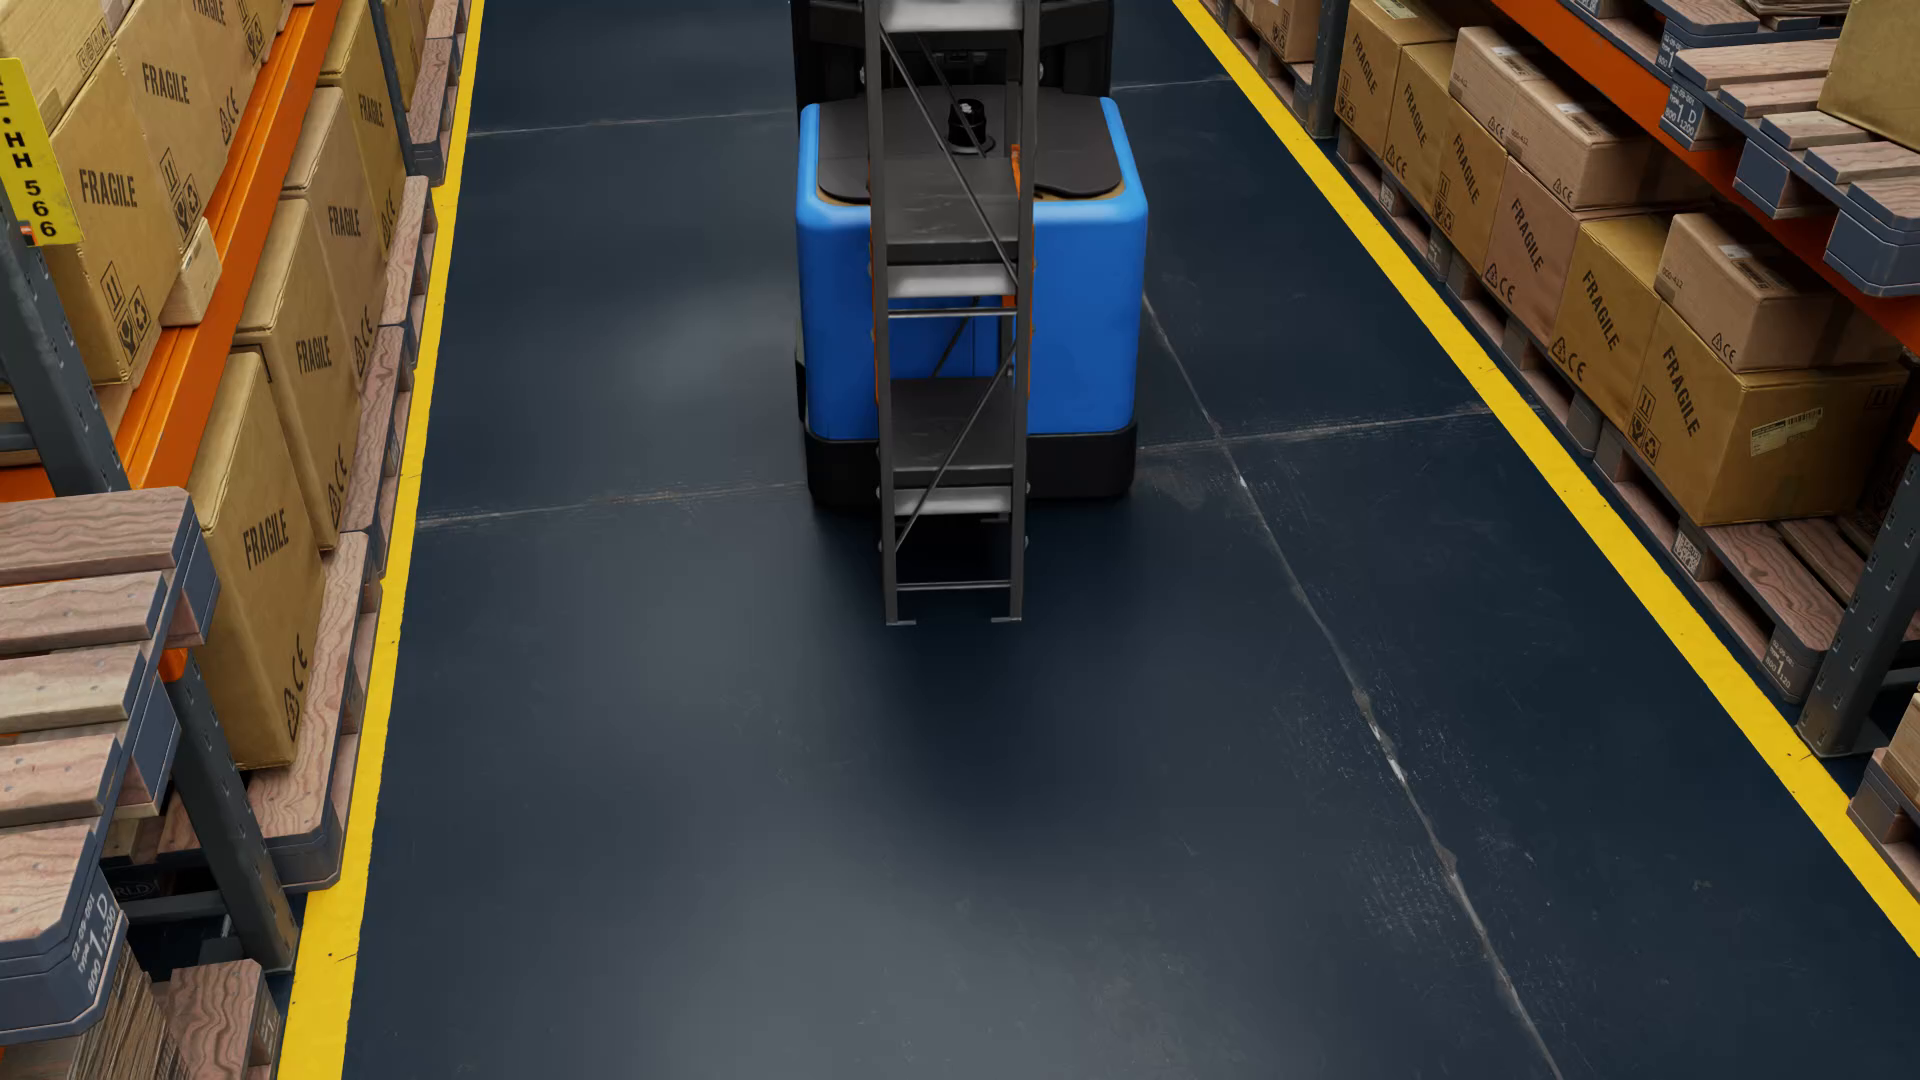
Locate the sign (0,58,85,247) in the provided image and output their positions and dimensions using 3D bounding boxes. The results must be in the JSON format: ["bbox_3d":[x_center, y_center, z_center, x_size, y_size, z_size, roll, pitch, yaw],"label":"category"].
[{"bbox_3d":[-1.548,-0.634,2.742,0.100,0.325,0.005,-6,38,-8],"label":"sign"}]

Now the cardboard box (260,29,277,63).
[{"bbox_3d":[-2.264,-1.523,4.954,0.380,0.149,0.250,-7,38,-9],"label":"cardboard box"}]

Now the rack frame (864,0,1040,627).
[{"bbox_3d":[-0.018,-0.582,4.288,0.400,2.100,0.015,-2,38,-2],"label":"rack frame"}]

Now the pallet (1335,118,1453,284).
[{"bbox_3d":[2.275,-1.507,7.017,1.003,0.211,1.213,-6,38,-8],"label":"pallet"}]

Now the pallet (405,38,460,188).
[{"bbox_3d":[-2.838,-1.926,7.558,1.003,0.211,1.213,-6,38,-8],"label":"pallet"}]

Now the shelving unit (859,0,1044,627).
[{"bbox_3d":[-0.031,-0.732,4.481,0.431,2.100,0.503,-2,38,-2],"label":"shelving unit"}]

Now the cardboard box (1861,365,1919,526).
[{"bbox_3d":[2.998,-0.171,4.704,0.500,0.500,0.500,-5,38,-6],"label":"cardboard box"}]

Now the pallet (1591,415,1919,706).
[{"bbox_3d":[2.703,-0.033,5.120,1.003,0.211,1.213,-6,38,-8],"label":"pallet"}]

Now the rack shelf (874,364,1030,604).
[{"bbox_3d":[-0.031,-0.168,4.918,0.431,0.518,0.480,-2,38,-2],"label":"rack shelf"}]

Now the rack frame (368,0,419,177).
[{"bbox_3d":[-2.781,-2.560,6.100,1.000,3.000,0.127,-6,38,-8],"label":"rack frame"}]

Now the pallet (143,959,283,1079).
[{"bbox_3d":[-1.945,1.429,3.238,1.003,0.211,1.213,-6,38,-8],"label":"pallet"}]

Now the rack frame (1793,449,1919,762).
[{"bbox_3d":[2.796,-0.679,3.679,1.000,3.000,0.127,-6,38,-8],"label":"rack frame"}]

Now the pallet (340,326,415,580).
[{"bbox_3d":[-2.355,-0.262,5.416,1.003,0.211,1.213,-6,38,-8],"label":"pallet"}]

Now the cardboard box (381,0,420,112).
[{"bbox_3d":[-2.812,-2.201,7.334,0.700,0.500,0.500,-6,38,-7],"label":"cardboard box"}]

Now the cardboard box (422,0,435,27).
[{"bbox_3d":[-2.984,-2.815,8.124,0.700,0.500,0.500,-5,38,-7],"label":"cardboard box"}]

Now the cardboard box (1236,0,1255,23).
[{"bbox_3d":[1.591,-2.677,8.215,0.380,0.149,0.250,-6,38,-8],"label":"cardboard box"}]

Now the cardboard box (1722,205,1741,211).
[{"bbox_3d":[2.817,-0.790,5.501,0.500,0.500,0.500,-7,38,-9],"label":"cardboard box"}]

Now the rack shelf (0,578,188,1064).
[{"bbox_3d":[-1.730,1.348,1.656,1.077,0.370,4.000,-6,38,-8],"label":"rack shelf"}]

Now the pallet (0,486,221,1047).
[{"bbox_3d":[-1.850,0.351,2.510,1.213,0.211,1.003,-6,38,-8],"label":"pallet"}]

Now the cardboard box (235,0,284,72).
[{"bbox_3d":[-2.181,-1.561,4.473,0.500,0.500,0.500,-5,38,-7],"label":"cardboard box"}]

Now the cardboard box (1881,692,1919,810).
[{"bbox_3d":[2.599,0.589,3.946,0.500,0.250,0.500,-6,38,-8],"label":"cardboard box"}]

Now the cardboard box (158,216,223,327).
[{"bbox_3d":[-1.909,-0.599,3.765,0.380,0.149,0.250,-5,38,-7],"label":"cardboard box"}]

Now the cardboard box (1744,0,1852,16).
[{"bbox_3d":[2.602,-1.826,4.731,0.700,0.500,0.500,0,38,1],"label":"cardboard box"}]

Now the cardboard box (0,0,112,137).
[{"bbox_3d":[-1.911,-0.924,3.043,0.500,0.250,0.500,-5,38,-7],"label":"cardboard box"}]

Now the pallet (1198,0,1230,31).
[{"bbox_3d":[1.758,-3.147,9.129,1.003,0.211,1.213,-6,38,-8],"label":"pallet"}]

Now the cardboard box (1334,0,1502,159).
[{"bbox_3d":[1.940,-1.963,7.011,0.500,0.500,0.500,-8,39,-10],"label":"cardboard box"}]

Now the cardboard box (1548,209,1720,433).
[{"bbox_3d":[2.311,-0.718,5.408,0.500,0.500,0.500,-8,38,-10],"label":"cardboard box"}]

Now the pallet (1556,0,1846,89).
[{"bbox_3d":[2.451,-1.777,5.249,1.003,0.211,1.213,-6,38,-8],"label":"pallet"}]

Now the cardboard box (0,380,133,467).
[{"bbox_3d":[-1.910,-0.276,3.349,0.380,0.149,0.250,-7,38,-9],"label":"cardboard box"}]

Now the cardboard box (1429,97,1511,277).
[{"bbox_3d":[2.124,-1.340,6.208,0.500,0.500,0.500,-6,38,-7],"label":"cardboard box"}]

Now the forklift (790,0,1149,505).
[{"bbox_3d":[-0.039,-2.153,5.633,1.130,2.935,3.031,-2,38,-2],"label":"forklift"}]

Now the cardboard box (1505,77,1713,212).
[{"bbox_3d":[2.204,-1.352,5.614,0.500,0.250,0.500,-7,38,-9],"label":"cardboard box"}]

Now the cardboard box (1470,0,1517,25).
[{"bbox_3d":[2.464,-2.014,7.077,0.500,0.500,0.500,-6,38,-8],"label":"cardboard box"}]

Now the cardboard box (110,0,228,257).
[{"bbox_3d":[-1.996,-0.947,3.684,0.500,0.500,0.500,-5,38,-6],"label":"cardboard box"}]

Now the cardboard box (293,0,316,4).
[{"bbox_3d":[-2.271,-1.830,5.350,0.380,0.149,0.250,-6,38,-8],"label":"cardboard box"}]

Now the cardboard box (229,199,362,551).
[{"bbox_3d":[-2.227,-0.449,4.793,0.750,0.750,0.750,-6,38,-8],"label":"cardboard box"}]

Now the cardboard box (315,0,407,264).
[{"bbox_3d":[-2.539,-1.498,6.143,0.750,0.750,0.750,-6,38,-7],"label":"cardboard box"}]
